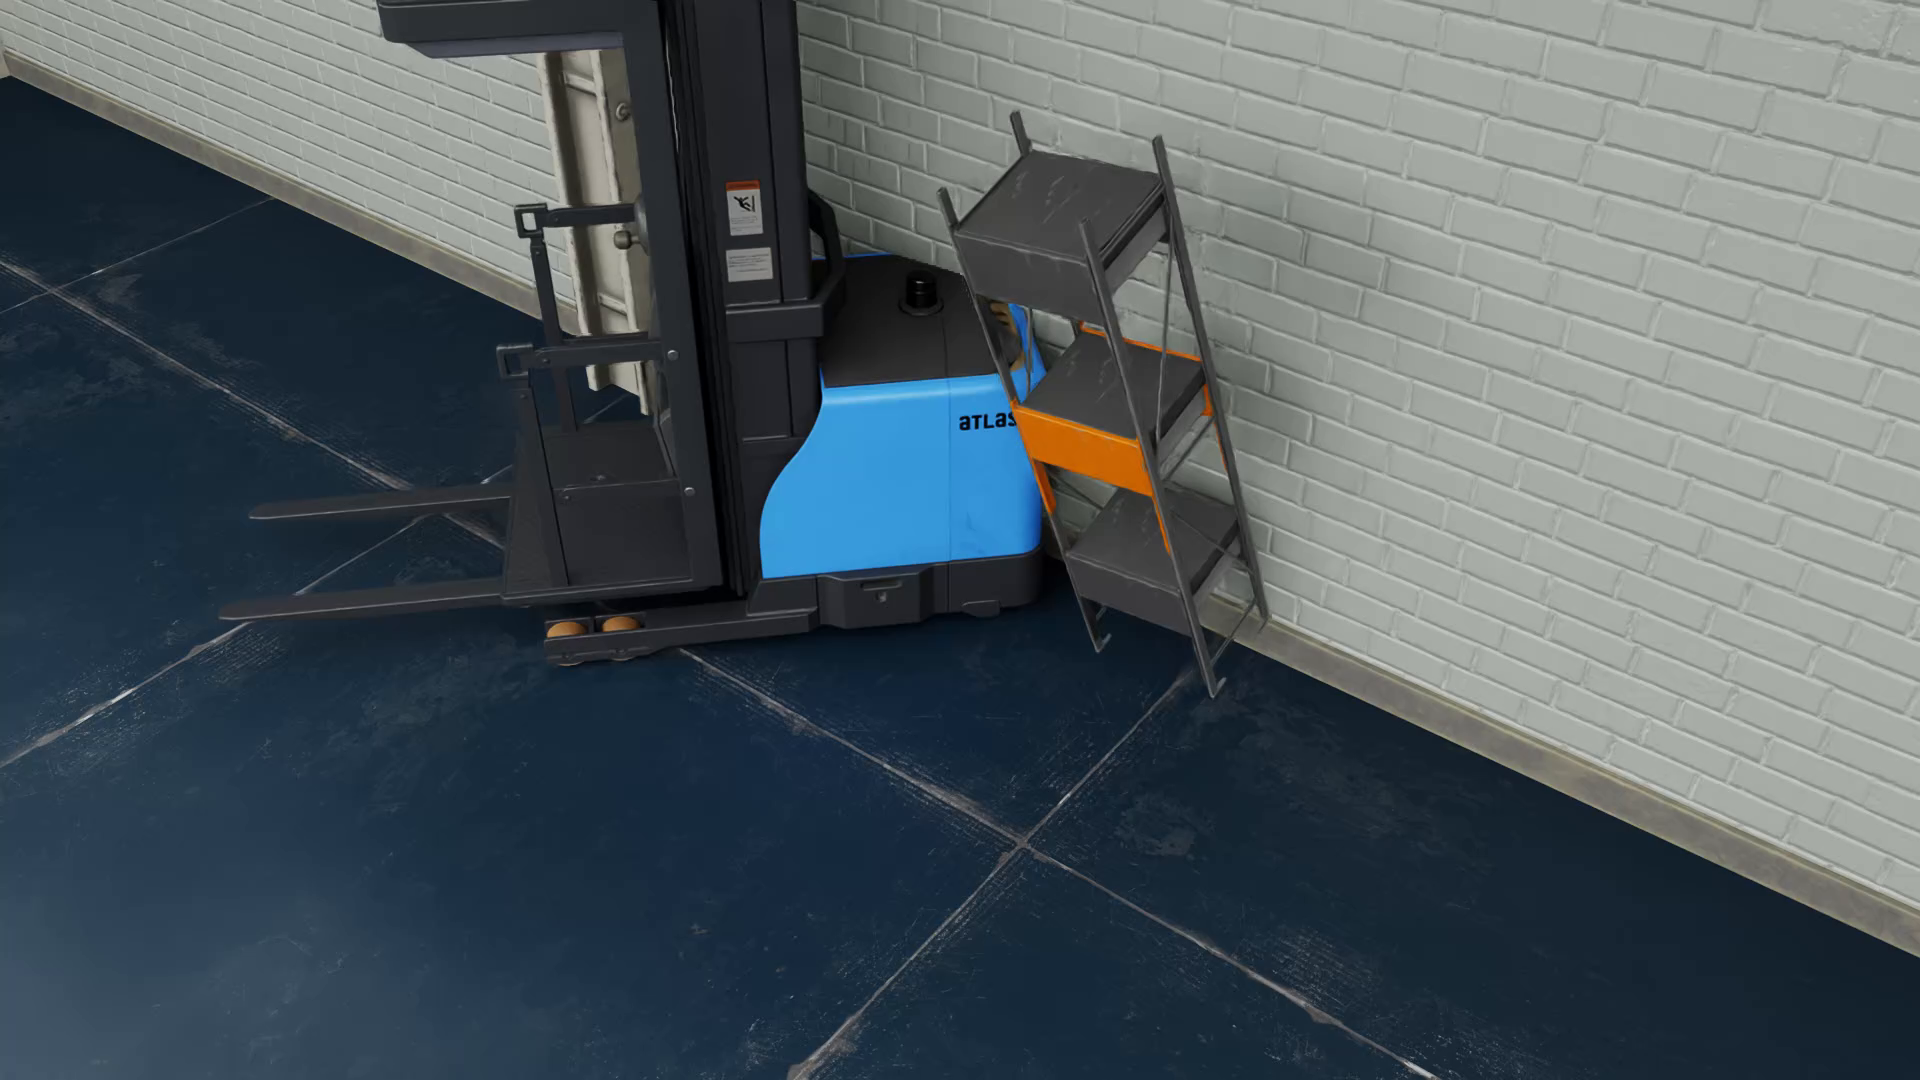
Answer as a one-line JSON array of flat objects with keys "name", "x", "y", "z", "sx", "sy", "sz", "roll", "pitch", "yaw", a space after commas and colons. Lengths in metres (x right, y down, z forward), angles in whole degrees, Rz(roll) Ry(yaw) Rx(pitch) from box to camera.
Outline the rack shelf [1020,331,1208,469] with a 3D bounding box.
[{"name": "rack shelf", "x": 0.491, "y": -0.426, "z": 5.227, "sx": 0.457, "sy": 0.174, "sz": 0.368, "roll": 20, "pitch": 58, "yaw": 34}]

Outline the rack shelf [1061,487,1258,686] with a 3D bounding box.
[{"name": "rack shelf", "x": 0.718, "y": 0.124, "z": 5.816, "sx": 0.480, "sy": 0.518, "sz": 0.431, "roll": 20, "pitch": 58, "yaw": 34}]

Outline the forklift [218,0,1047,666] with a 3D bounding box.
[{"name": "forklift", "x": -1.243, "y": -1.038, "z": 5.698, "sx": 3.031, "sy": 2.935, "sz": 1.130, "roll": -5, "pitch": 38, "yaw": -7}]

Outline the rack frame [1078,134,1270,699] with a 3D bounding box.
[{"name": "rack frame", "x": 0.714, "y": -0.275, "z": 5.176, "sx": 0.015, "sy": 2.100, "sz": 0.400, "roll": 20, "pitch": 58, "yaw": 34}]

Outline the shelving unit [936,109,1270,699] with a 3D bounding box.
[{"name": "shelving unit", "x": 0.525, "y": -0.345, "z": 5.314, "sx": 0.503, "sy": 2.100, "sz": 0.431, "roll": 20, "pitch": 58, "yaw": 34}]

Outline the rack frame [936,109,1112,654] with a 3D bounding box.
[{"name": "rack frame", "x": 0.335, "y": -0.414, "z": 5.452, "sx": 0.015, "sy": 2.100, "sz": 0.400, "roll": 20, "pitch": 58, "yaw": 34}]

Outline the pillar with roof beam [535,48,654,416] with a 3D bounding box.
[{"name": "pillar with roof beam", "x": -4.074, "y": -2.140, "z": 2.183, "sx": 0.400, "sy": 9.000, "sz": 9.100, "roll": 25, "pitch": 45, "yaw": 29}]

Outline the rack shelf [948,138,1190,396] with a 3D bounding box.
[{"name": "rack shelf", "x": 0.339, "y": -0.796, "z": 4.831, "sx": 0.480, "sy": 0.518, "sz": 0.431, "roll": 20, "pitch": 58, "yaw": 34}]

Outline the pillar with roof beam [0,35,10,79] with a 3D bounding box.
[{"name": "pillar with roof beam", "x": -8.840, "y": -4.387, "z": 5.053, "sx": 0.400, "sy": 9.000, "sz": 9.100, "roll": 25, "pitch": 45, "yaw": 29}]
